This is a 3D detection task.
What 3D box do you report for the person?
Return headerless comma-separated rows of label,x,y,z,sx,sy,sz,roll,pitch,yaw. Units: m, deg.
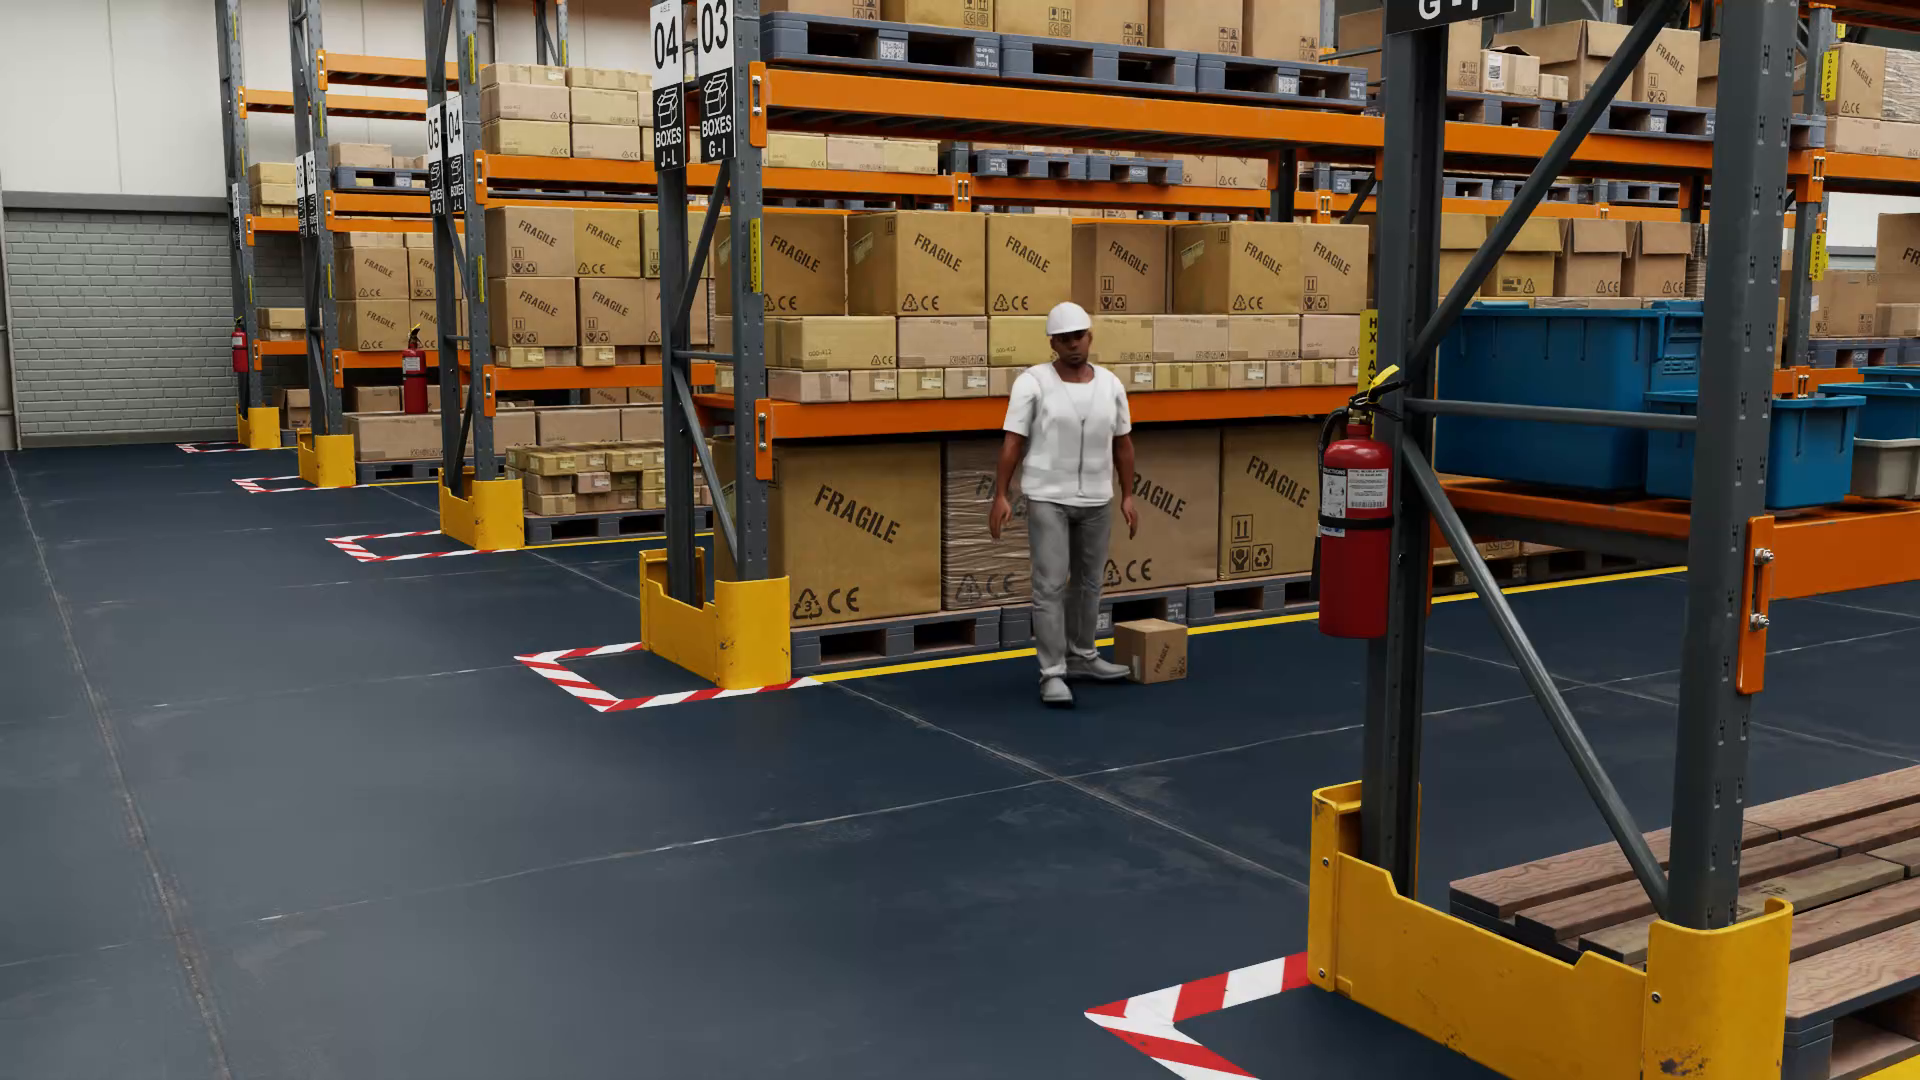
person,0.488,-0.175,7.444,0.736,1.767,0.573,-3,9,-20
